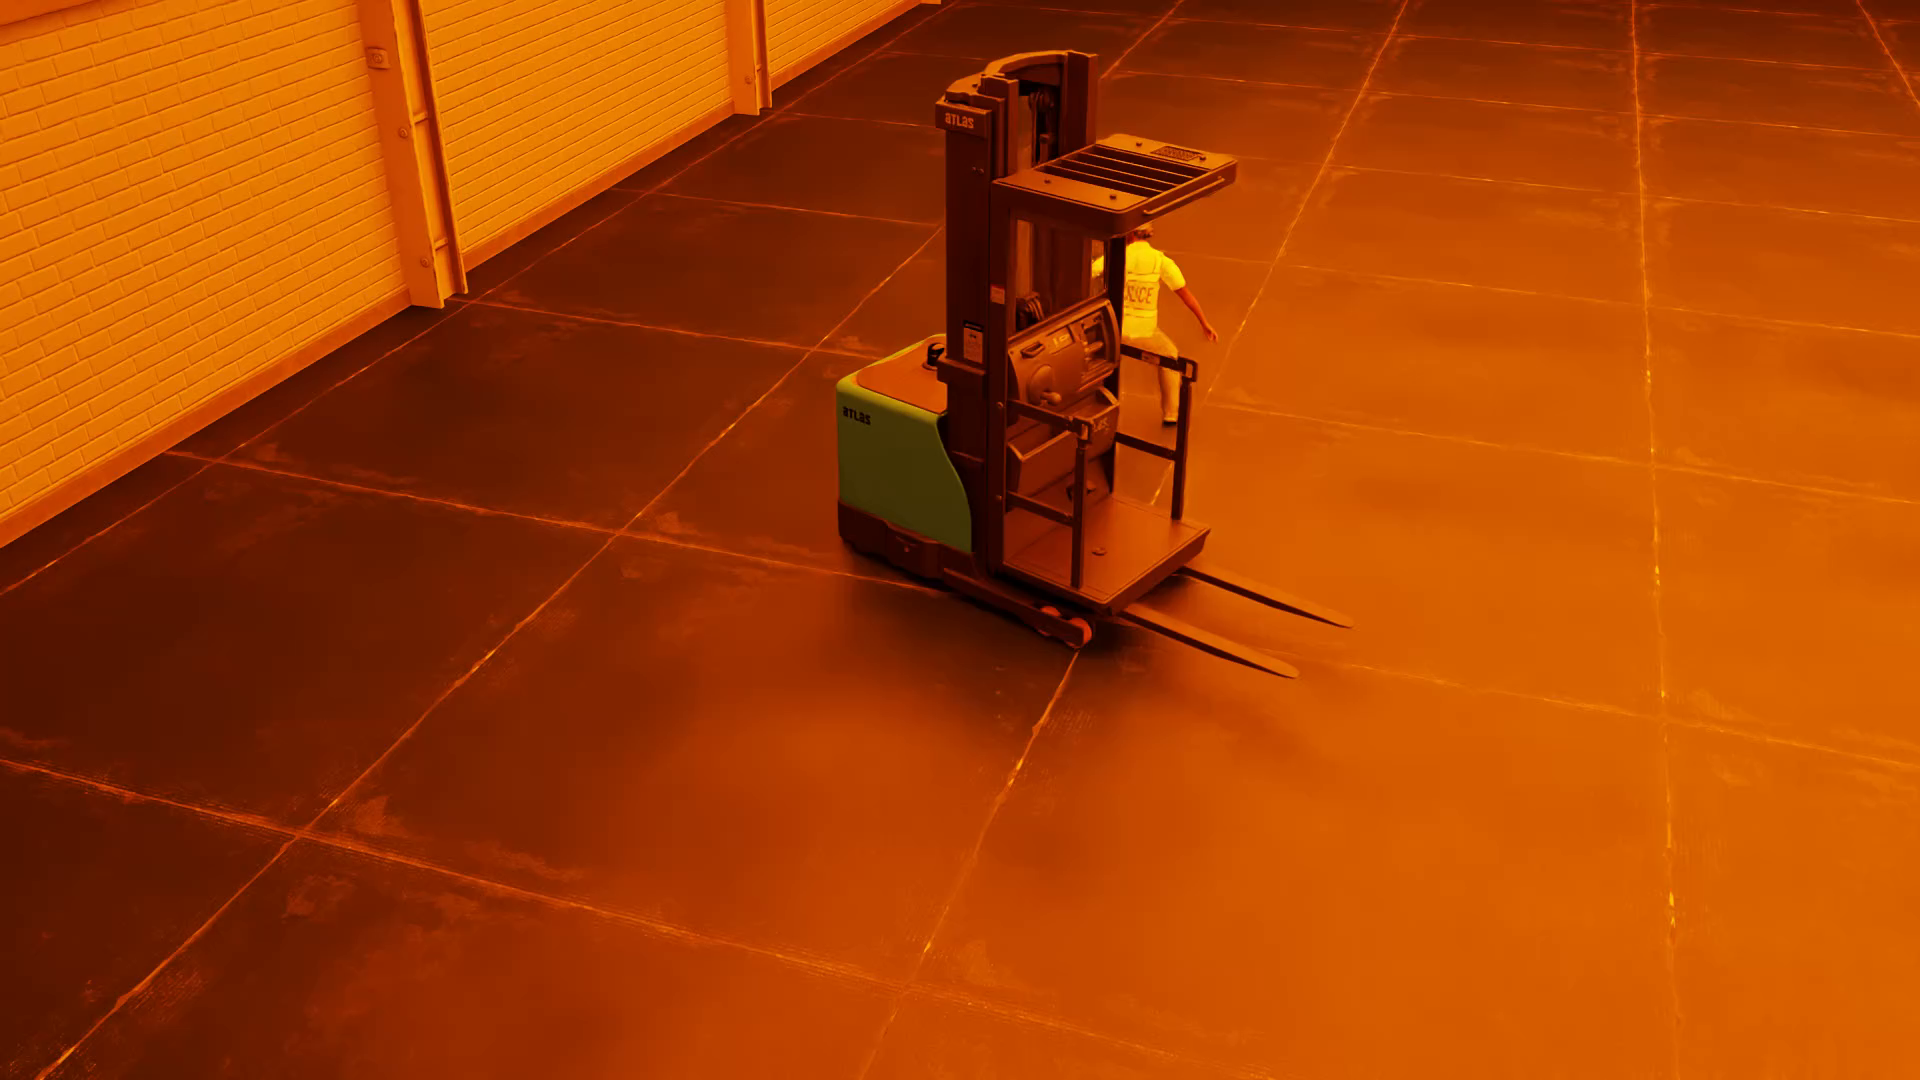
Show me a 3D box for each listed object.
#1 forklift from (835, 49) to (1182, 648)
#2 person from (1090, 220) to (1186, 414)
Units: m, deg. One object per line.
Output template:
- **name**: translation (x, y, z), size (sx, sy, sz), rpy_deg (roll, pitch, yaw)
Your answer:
- **forklift**: translation (0.731, -0.980, 8.855), size (3.031, 2.935, 1.130), rpy_deg (22, 36, 33)
- **person**: translation (1.079, -1.501, 11.147), size (0.901, 1.428, 0.463), rpy_deg (4, 30, 6)
